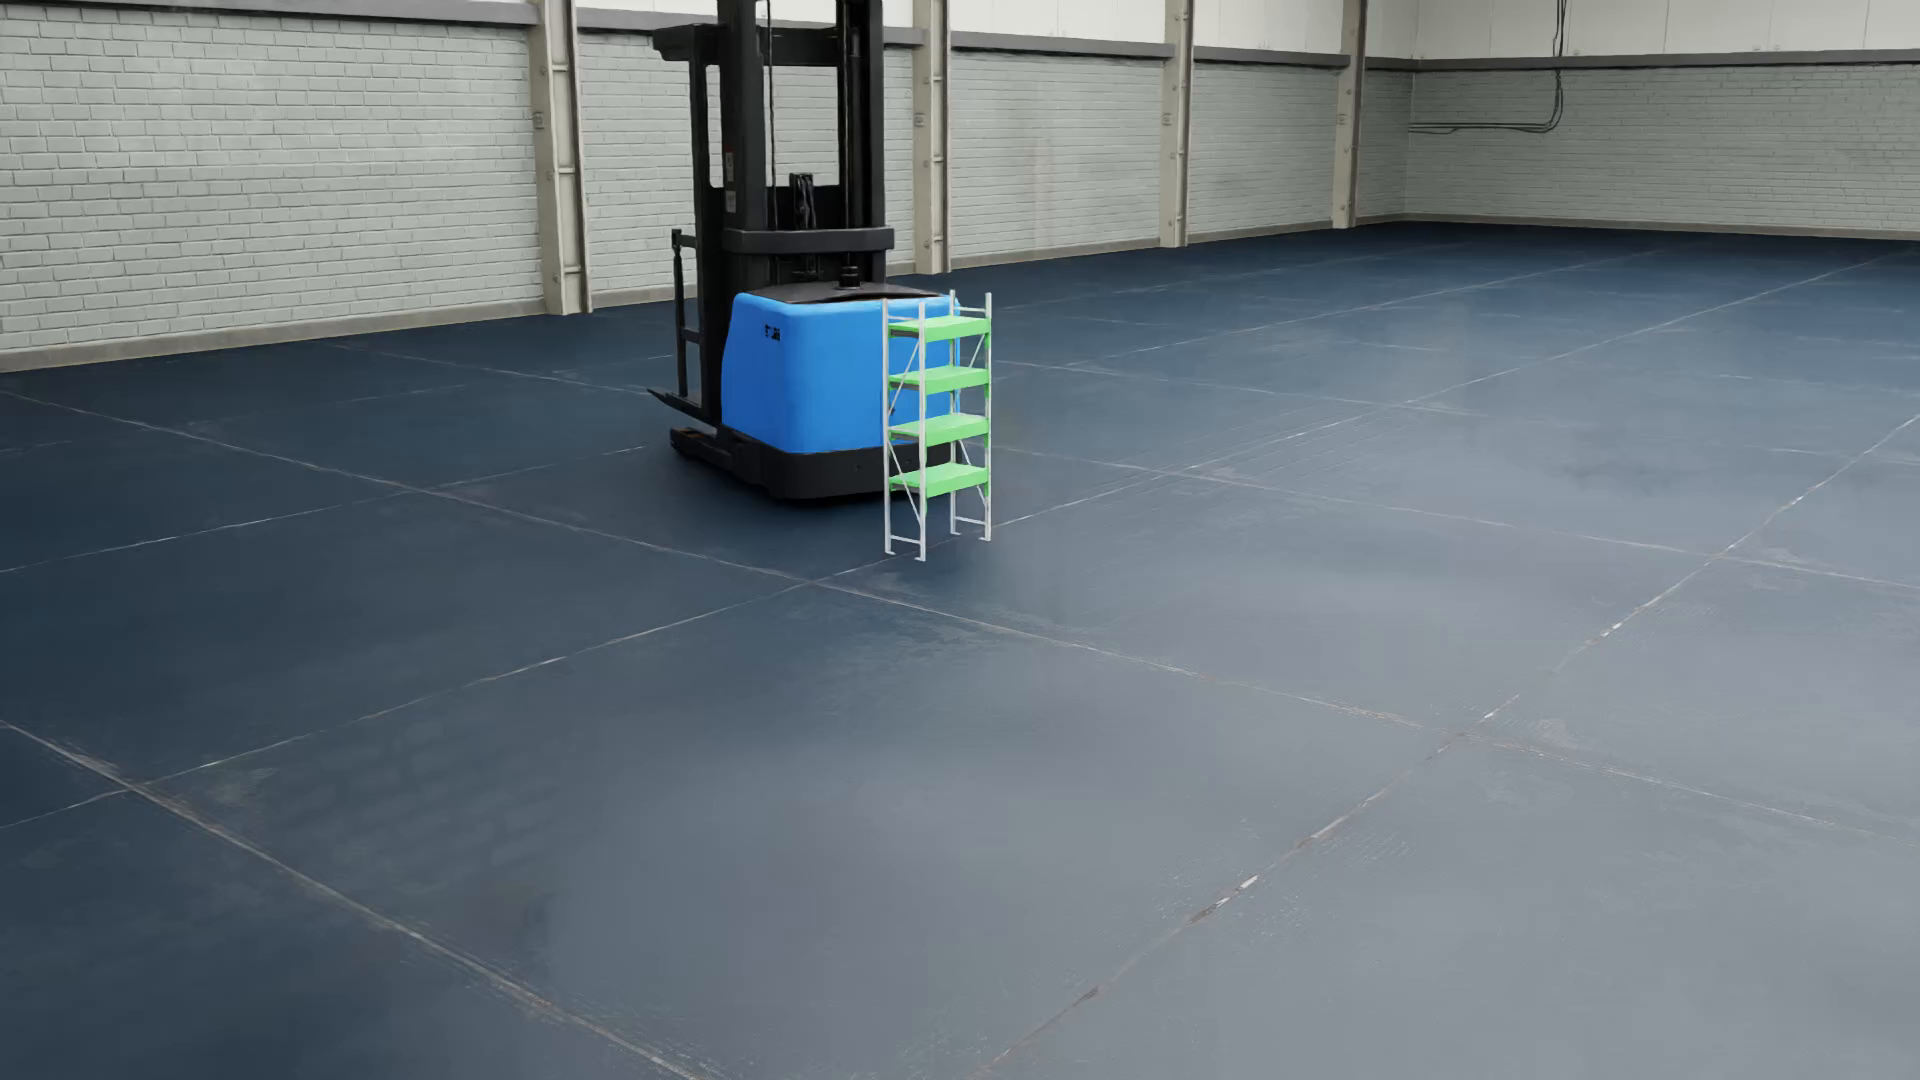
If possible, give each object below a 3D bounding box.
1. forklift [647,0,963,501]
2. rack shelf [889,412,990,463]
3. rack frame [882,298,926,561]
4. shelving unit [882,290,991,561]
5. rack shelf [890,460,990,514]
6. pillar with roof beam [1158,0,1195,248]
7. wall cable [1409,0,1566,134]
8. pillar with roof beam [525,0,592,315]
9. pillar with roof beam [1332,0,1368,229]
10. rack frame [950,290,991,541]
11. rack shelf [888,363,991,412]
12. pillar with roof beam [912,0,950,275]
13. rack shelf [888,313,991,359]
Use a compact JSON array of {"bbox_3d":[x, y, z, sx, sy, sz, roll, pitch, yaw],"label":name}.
[{"bbox_3d":[-1.117,-1.943,9.818,1.130,2.935,3.031,-7,16,-27],"label":"forklift"},{"bbox_3d":[-0.104,-0.488,7.866,0.258,0.148,0.480,11,18,38],"label":"rack shelf"},{"bbox_3d":[-0.257,-0.503,7.666,0.240,1.200,0.015,11,18,38],"label":"rack frame"},{"bbox_3d":[-0.104,-0.550,7.850,0.258,1.200,0.503,11,18,38],"label":"shelving unit"},{"bbox_3d":[-0.104,-0.255,7.925,0.258,0.148,0.480,11,18,38],"label":"rack shelf"},{"bbox_3d":[6.753,-8.395,22.892,9.100,9.000,0.400,11,18,38],"label":"pillar with roof beam"},{"bbox_3d":[10.055,-9.065,31.835,3.097,2.526,0.112,11,18,38],"label":"wall cable"},{"bbox_3d":[-0.789,-6.097,13.846,9.100,9.000,0.400,11,18,38],"label":"pillar with roof beam"},{"bbox_3d":[10.524,-9.544,27.415,9.100,9.000,0.400,11,18,38],"label":"pillar with roof beam"},{"bbox_3d":[0.049,-0.597,8.034,0.240,1.200,0.015,11,18,38],"label":"rack frame"},{"bbox_3d":[-0.104,-0.721,7.807,0.258,0.148,0.480,11,18,38],"label":"rack shelf"},{"bbox_3d":[2.982,-7.246,18.369,9.100,9.000,0.400,11,18,38],"label":"pillar with roof beam"},{"bbox_3d":[-0.104,-0.953,7.748,0.258,0.148,0.480,11,18,38],"label":"rack shelf"}]
